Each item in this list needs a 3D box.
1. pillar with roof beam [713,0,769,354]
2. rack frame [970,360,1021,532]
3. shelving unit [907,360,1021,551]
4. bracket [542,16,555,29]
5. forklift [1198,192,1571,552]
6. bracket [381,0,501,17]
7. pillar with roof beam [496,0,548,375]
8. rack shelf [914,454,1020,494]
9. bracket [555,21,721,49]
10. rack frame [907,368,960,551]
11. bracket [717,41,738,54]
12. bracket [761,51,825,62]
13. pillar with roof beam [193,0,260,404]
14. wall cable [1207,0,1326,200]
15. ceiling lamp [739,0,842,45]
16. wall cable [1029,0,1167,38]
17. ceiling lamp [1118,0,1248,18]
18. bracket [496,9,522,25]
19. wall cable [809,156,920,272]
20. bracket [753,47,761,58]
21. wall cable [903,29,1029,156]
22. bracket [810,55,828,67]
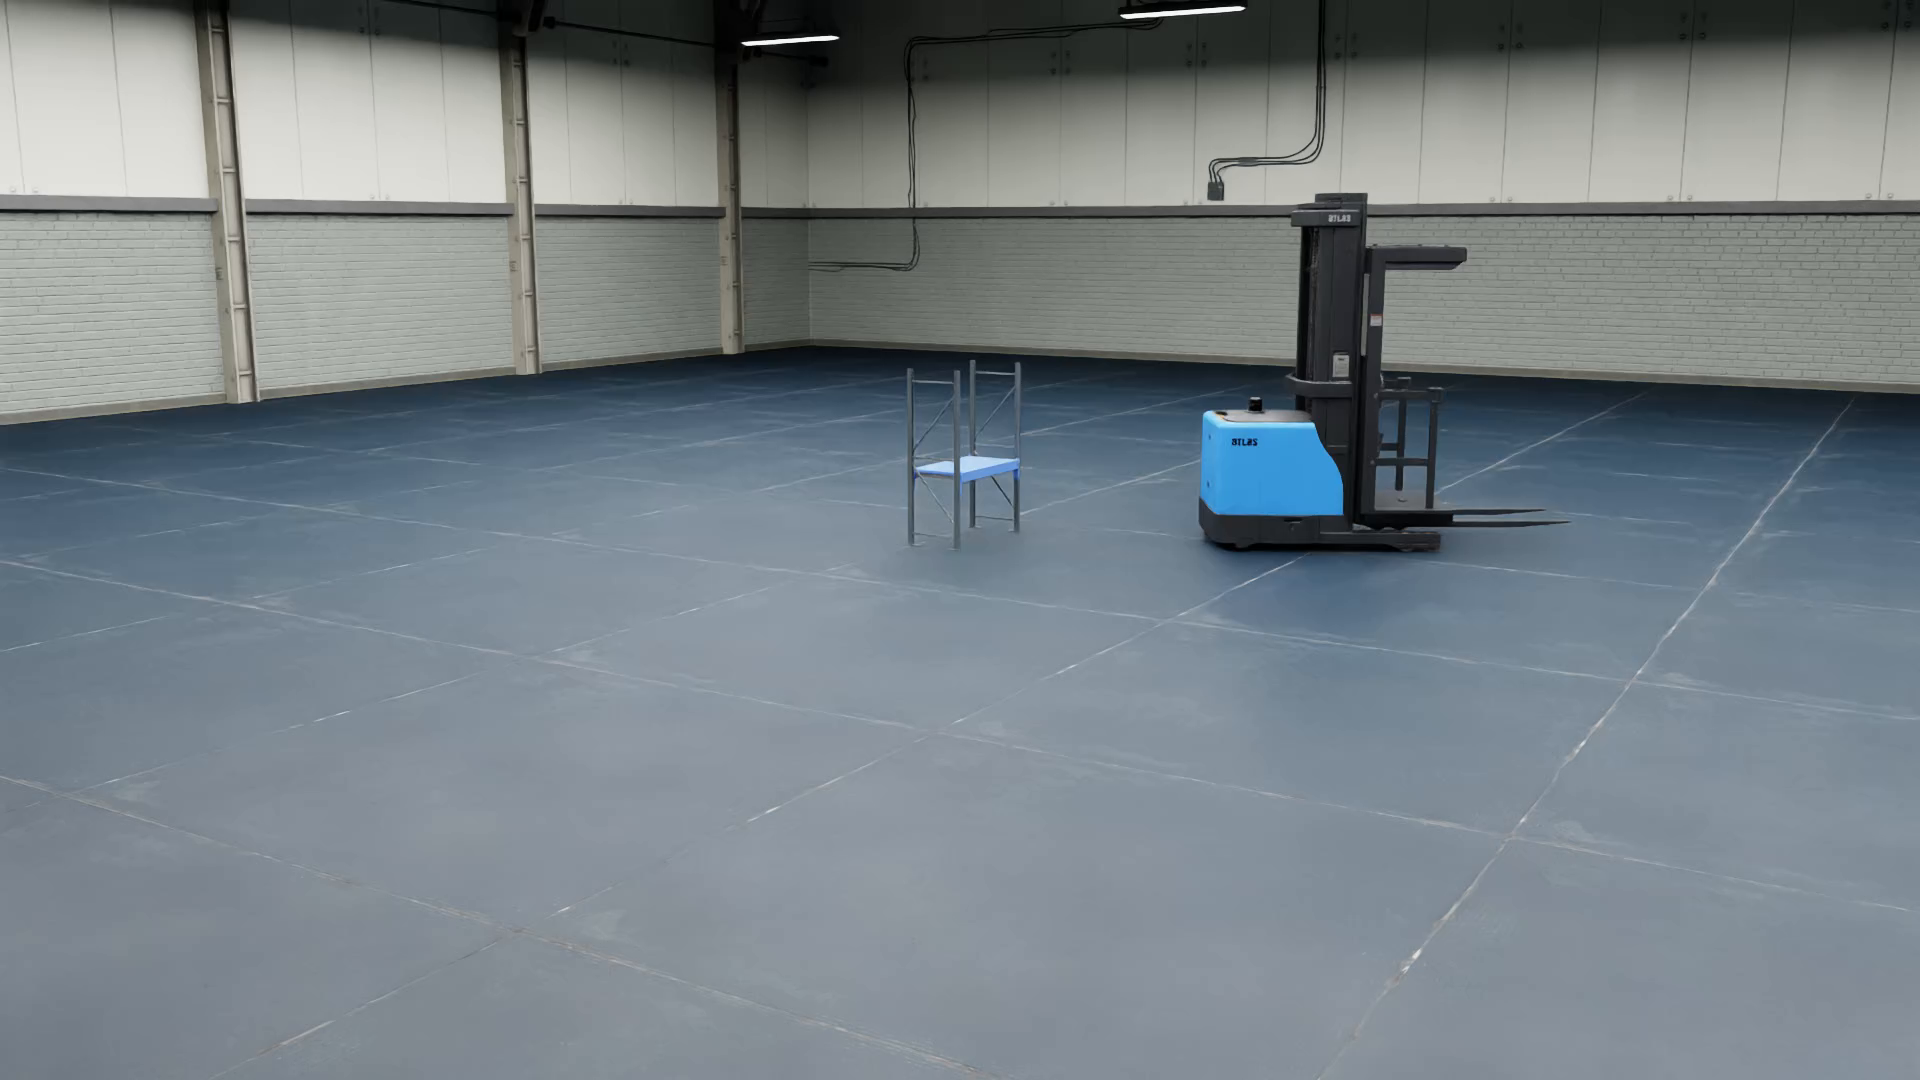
[{"bbox_3d":[-1.207,-8.037,32.844,9.100,9.000,0.548,6,12,31],"label":"pillar with roof beam"},{"bbox_3d":[0.308,-0.831,14.729,0.500,1.500,0.032,6,12,31],"label":"rack frame"},{"bbox_3d":[0.044,-0.751,14.302,0.538,1.500,1.048,6,12,31],"label":"shelving unit"},{"bbox_3d":[-7.482,-9.305,29.837,0.235,0.232,0.430,6,12,31],"label":"bracket"},{"bbox_3d":[3.630,-1.438,14.084,3.031,2.935,1.130,0,11,0],"label":"forklift"},{"bbox_3d":[-9.251,-8.770,26.975,0.076,0.066,4.783,6,12,31],"label":"bracket"},{"bbox_3d":[-4.322,-7.093,27.804,9.100,9.000,0.548,6,12,31],"label":"pillar with roof beam"},{"bbox_3d":[0.044,-0.574,14.335,0.538,0.185,1.000,6,12,31],"label":"rack shelf"},{"bbox_3d":[-6.136,-9.713,32.016,0.076,0.066,4.783,6,12,31],"label":"bracket"},{"bbox_3d":[-0.220,-0.671,13.875,0.500,1.500,0.032,6,12,31],"label":"rack frame"},{"bbox_3d":[-4.798,-10.118,34.180,0.235,0.232,0.430,6,12,31],"label":"bracket"},{"bbox_3d":[-3.443,-10.529,36.372,0.076,0.066,3.189,6,12,31],"label":"bracket"},{"bbox_3d":[-7.437,-6.150,22.763,9.100,9.000,0.400,6,12,31],"label":"pillar with roof beam"},{"bbox_3d":[5.879,-9.547,31.670,2.305,6.003,0.169,6,12,31],"label":"wall cable"},{"bbox_3d":[-2.833,-10.256,28.834,2.000,3.185,0.800,6,12,31],"label":"ceiling lamp"},{"bbox_3d":[2.731,-11.423,33.284,3.097,2.526,0.112,6,12,31],"label":"wall cable"},{"bbox_3d":[3.483,-9.550,25.063,2.000,3.185,0.800,6,12,31],"label":"ceiling lamp"},{"bbox_3d":[-7.913,-9.175,29.140,0.235,0.232,0.430,6,12,31],"label":"bracket"},{"bbox_3d":[-2.226,-7.259,37.127,3.097,2.526,0.112,6,12,31],"label":"wall cable"},{"bbox_3d":[-4.367,-10.249,34.877,0.235,0.232,0.430,6,12,31],"label":"bracket"},{"bbox_3d":[0.086,-9.483,35.281,3.097,2.526,0.112,6,12,31],"label":"wall cable"},{"bbox_3d":[-3.137,-10.622,36.868,0.235,0.232,0.430,6,12,31],"label":"bracket"}]
